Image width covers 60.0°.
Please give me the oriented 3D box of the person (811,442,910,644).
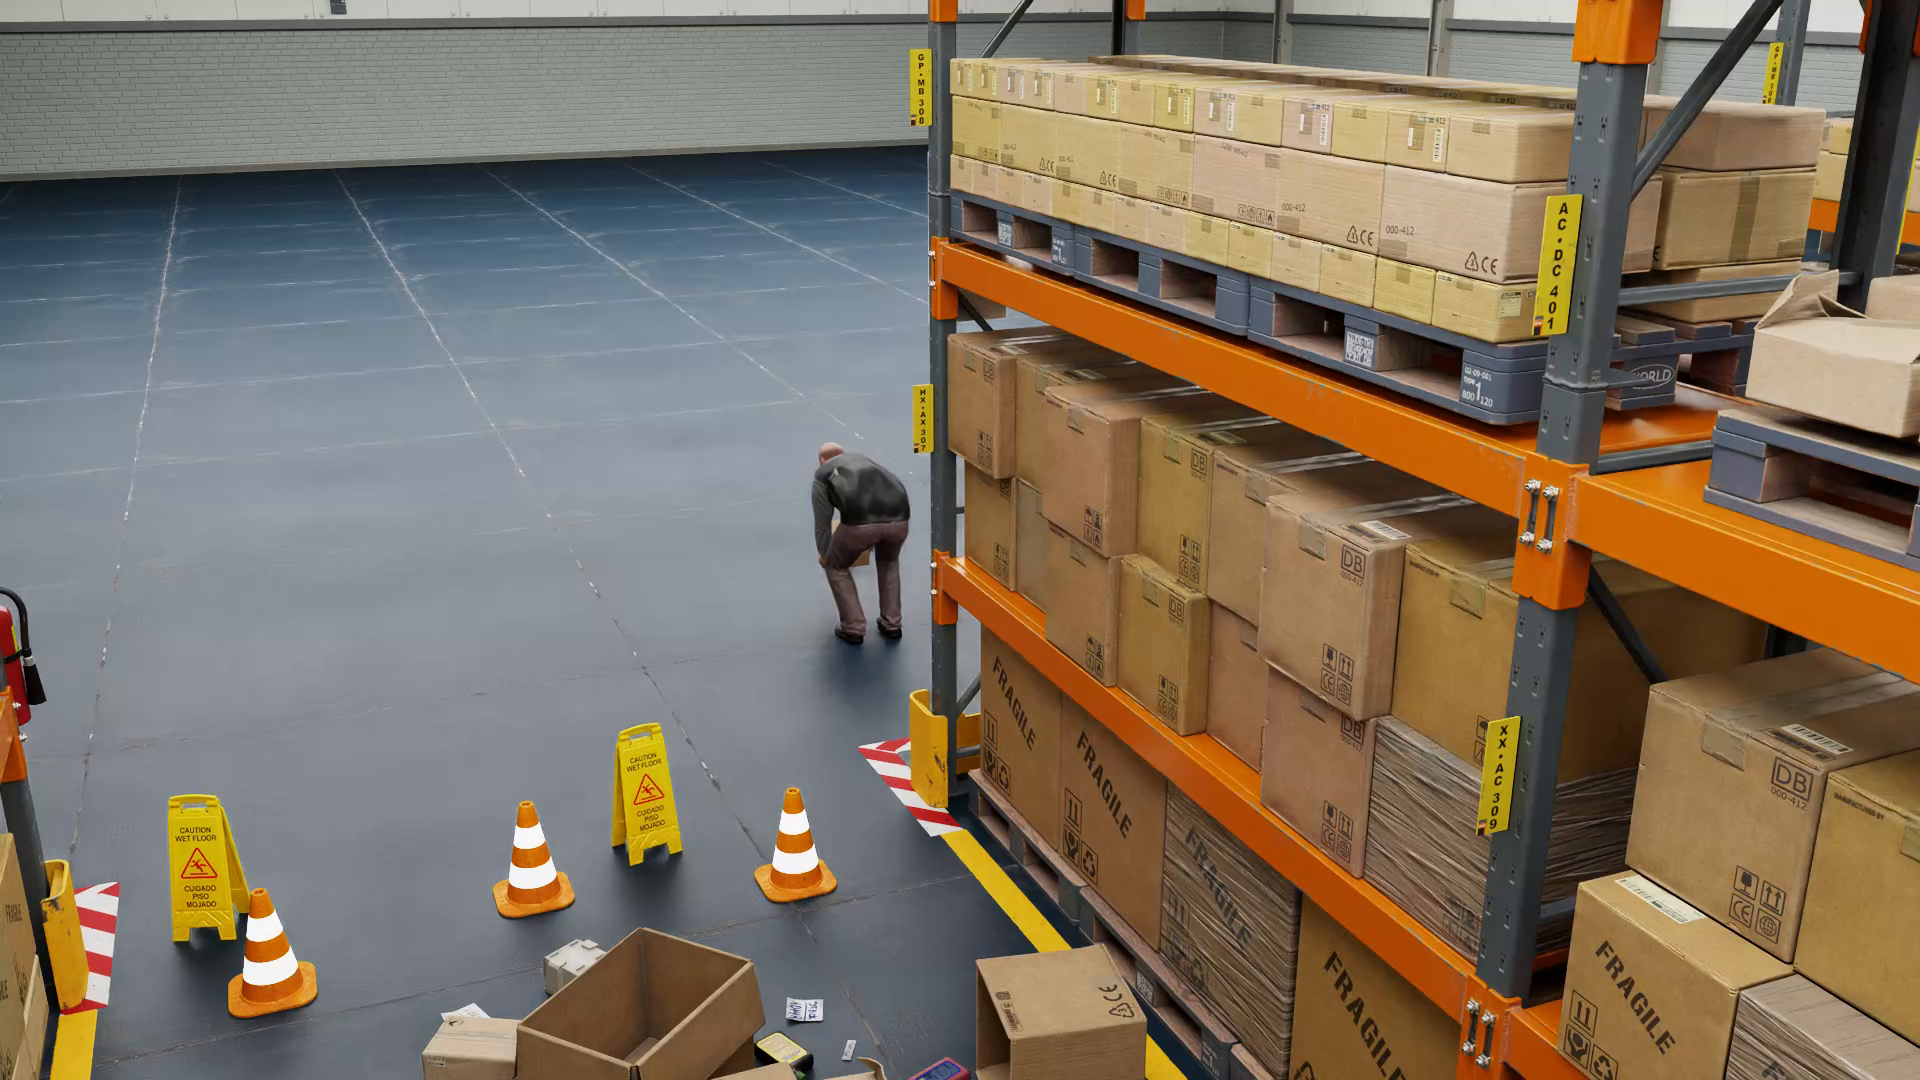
[{"bbox_3d":[-0.653,0.014,10.494,0.492,1.123,0.943,-9,21,-24],"label":"person"}]
